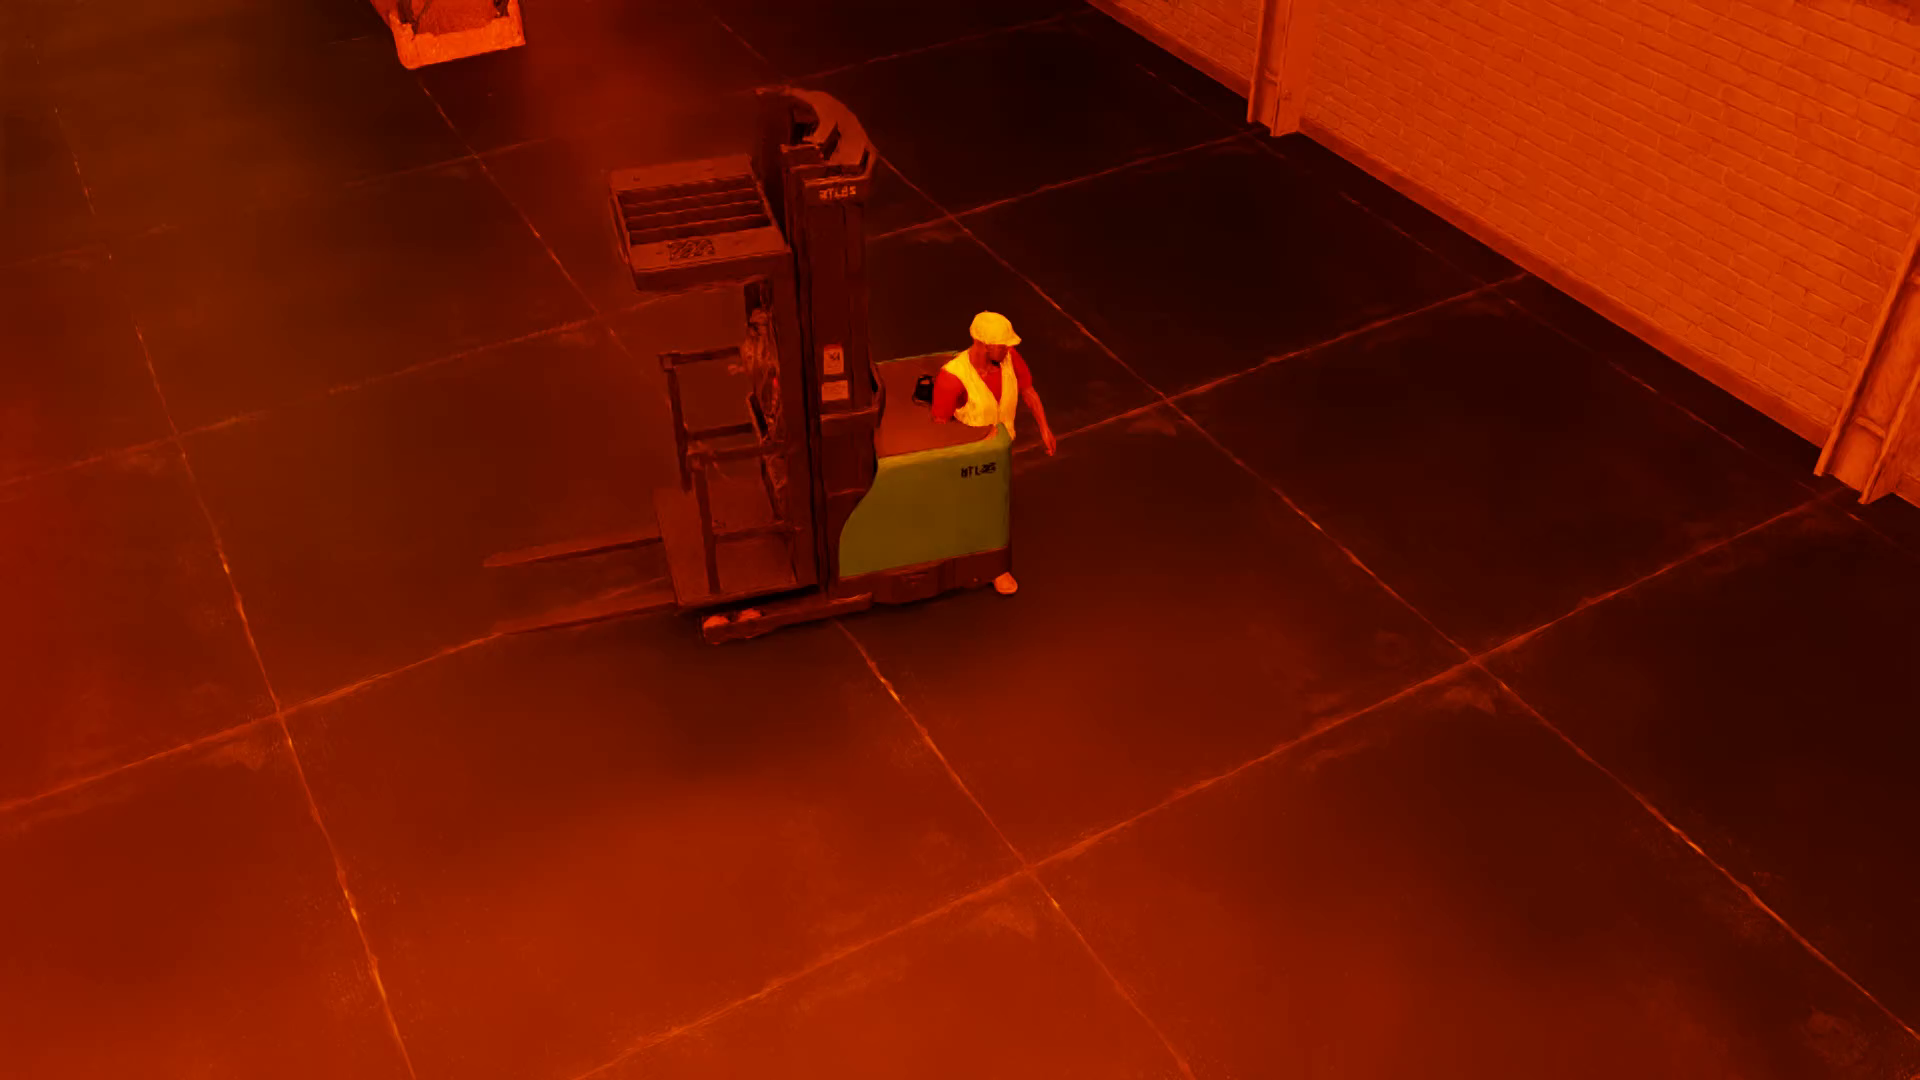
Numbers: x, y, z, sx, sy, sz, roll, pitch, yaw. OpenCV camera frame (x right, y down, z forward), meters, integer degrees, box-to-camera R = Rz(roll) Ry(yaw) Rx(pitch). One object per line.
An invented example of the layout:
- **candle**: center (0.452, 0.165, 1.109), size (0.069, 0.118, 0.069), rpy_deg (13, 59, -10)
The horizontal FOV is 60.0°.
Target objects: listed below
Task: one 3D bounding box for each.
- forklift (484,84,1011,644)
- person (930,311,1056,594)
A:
- **forklift**: center (-1.271, -0.905, 9.127), size (3.031, 2.935, 1.130), rpy_deg (-11, 41, -12)
- **person**: center (0.174, -0.542, 9.650), size (0.743, 1.740, 0.776), rpy_deg (-31, 48, -31)
